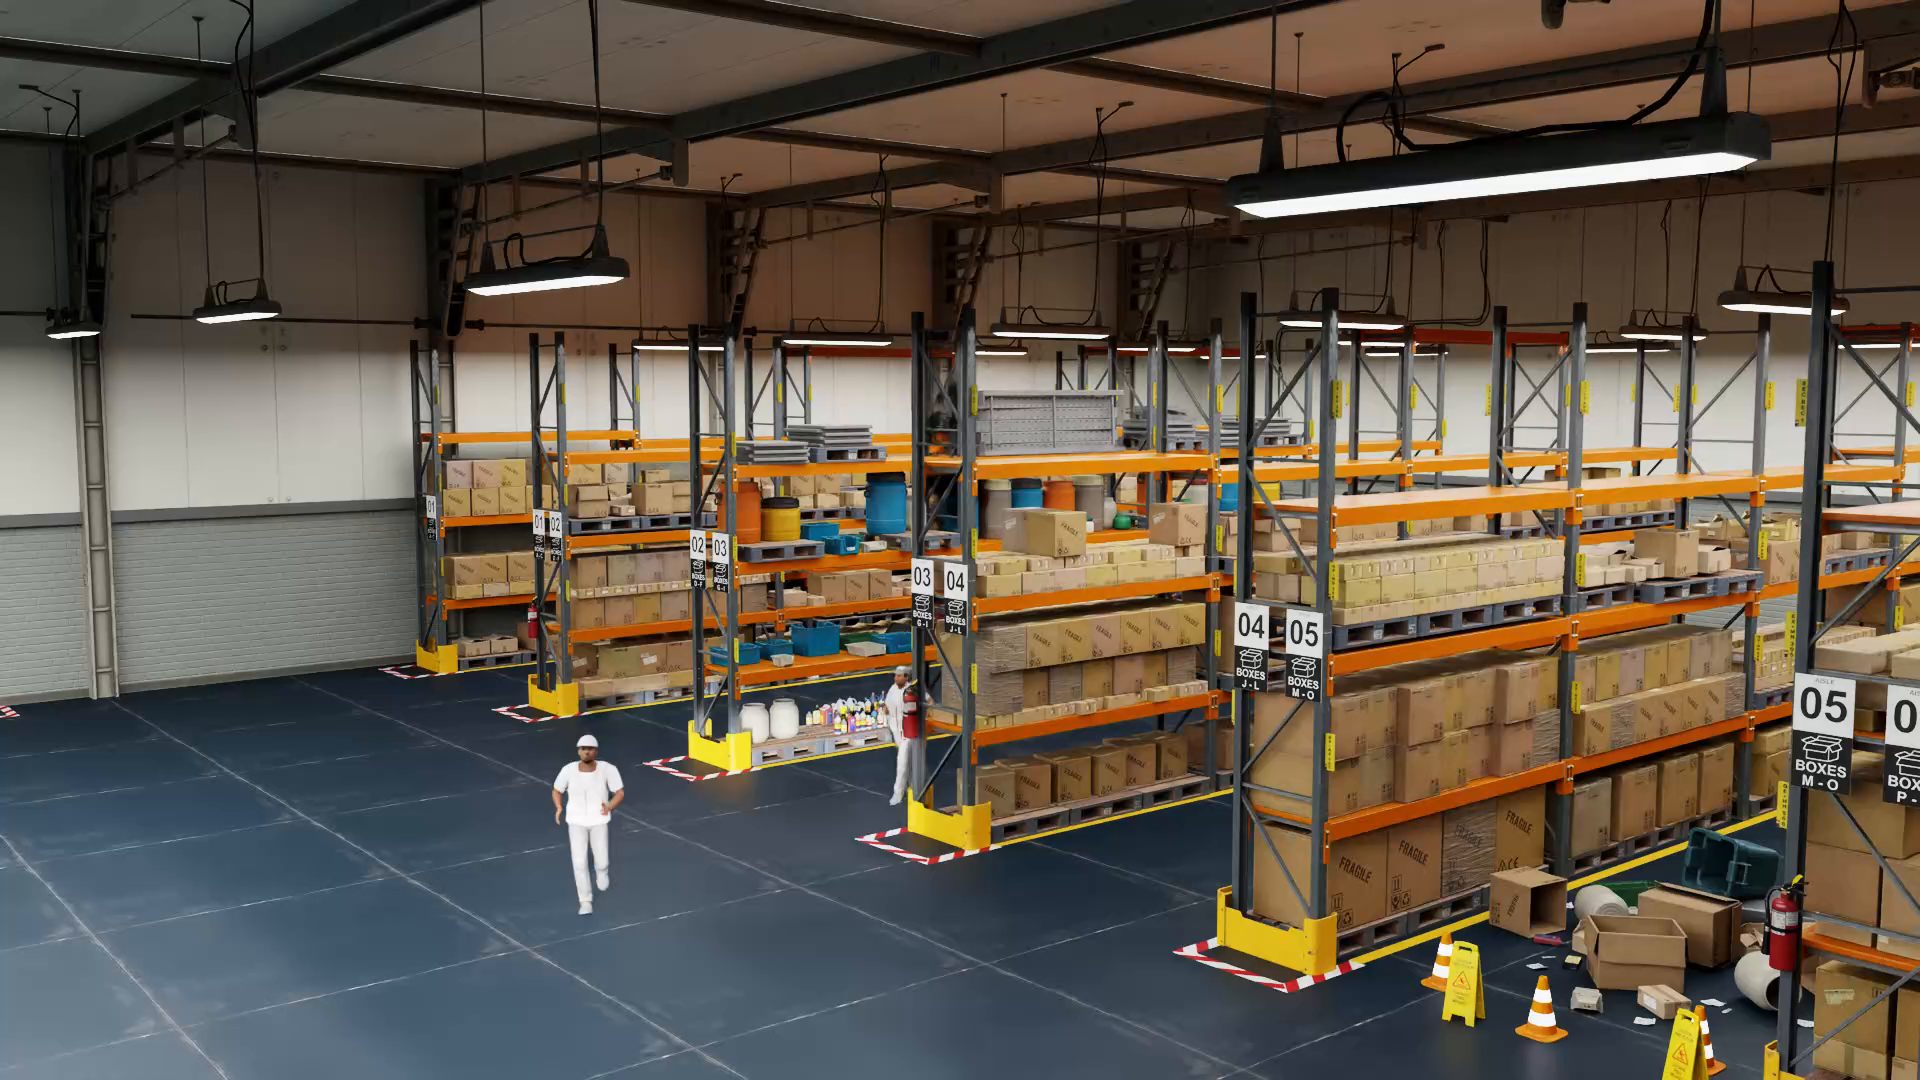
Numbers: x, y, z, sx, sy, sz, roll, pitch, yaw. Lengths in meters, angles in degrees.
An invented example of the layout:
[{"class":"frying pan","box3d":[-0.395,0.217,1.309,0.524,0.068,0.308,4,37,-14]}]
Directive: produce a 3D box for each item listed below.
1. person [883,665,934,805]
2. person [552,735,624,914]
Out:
[{"class":"person","box3d":[-0.651,2.406,20.931,0.614,1.697,0.930,4,7,36]},{"class":"person","box3d":[-3.686,2.783,16.478,0.709,1.729,0.770,-1,5,-7]}]
